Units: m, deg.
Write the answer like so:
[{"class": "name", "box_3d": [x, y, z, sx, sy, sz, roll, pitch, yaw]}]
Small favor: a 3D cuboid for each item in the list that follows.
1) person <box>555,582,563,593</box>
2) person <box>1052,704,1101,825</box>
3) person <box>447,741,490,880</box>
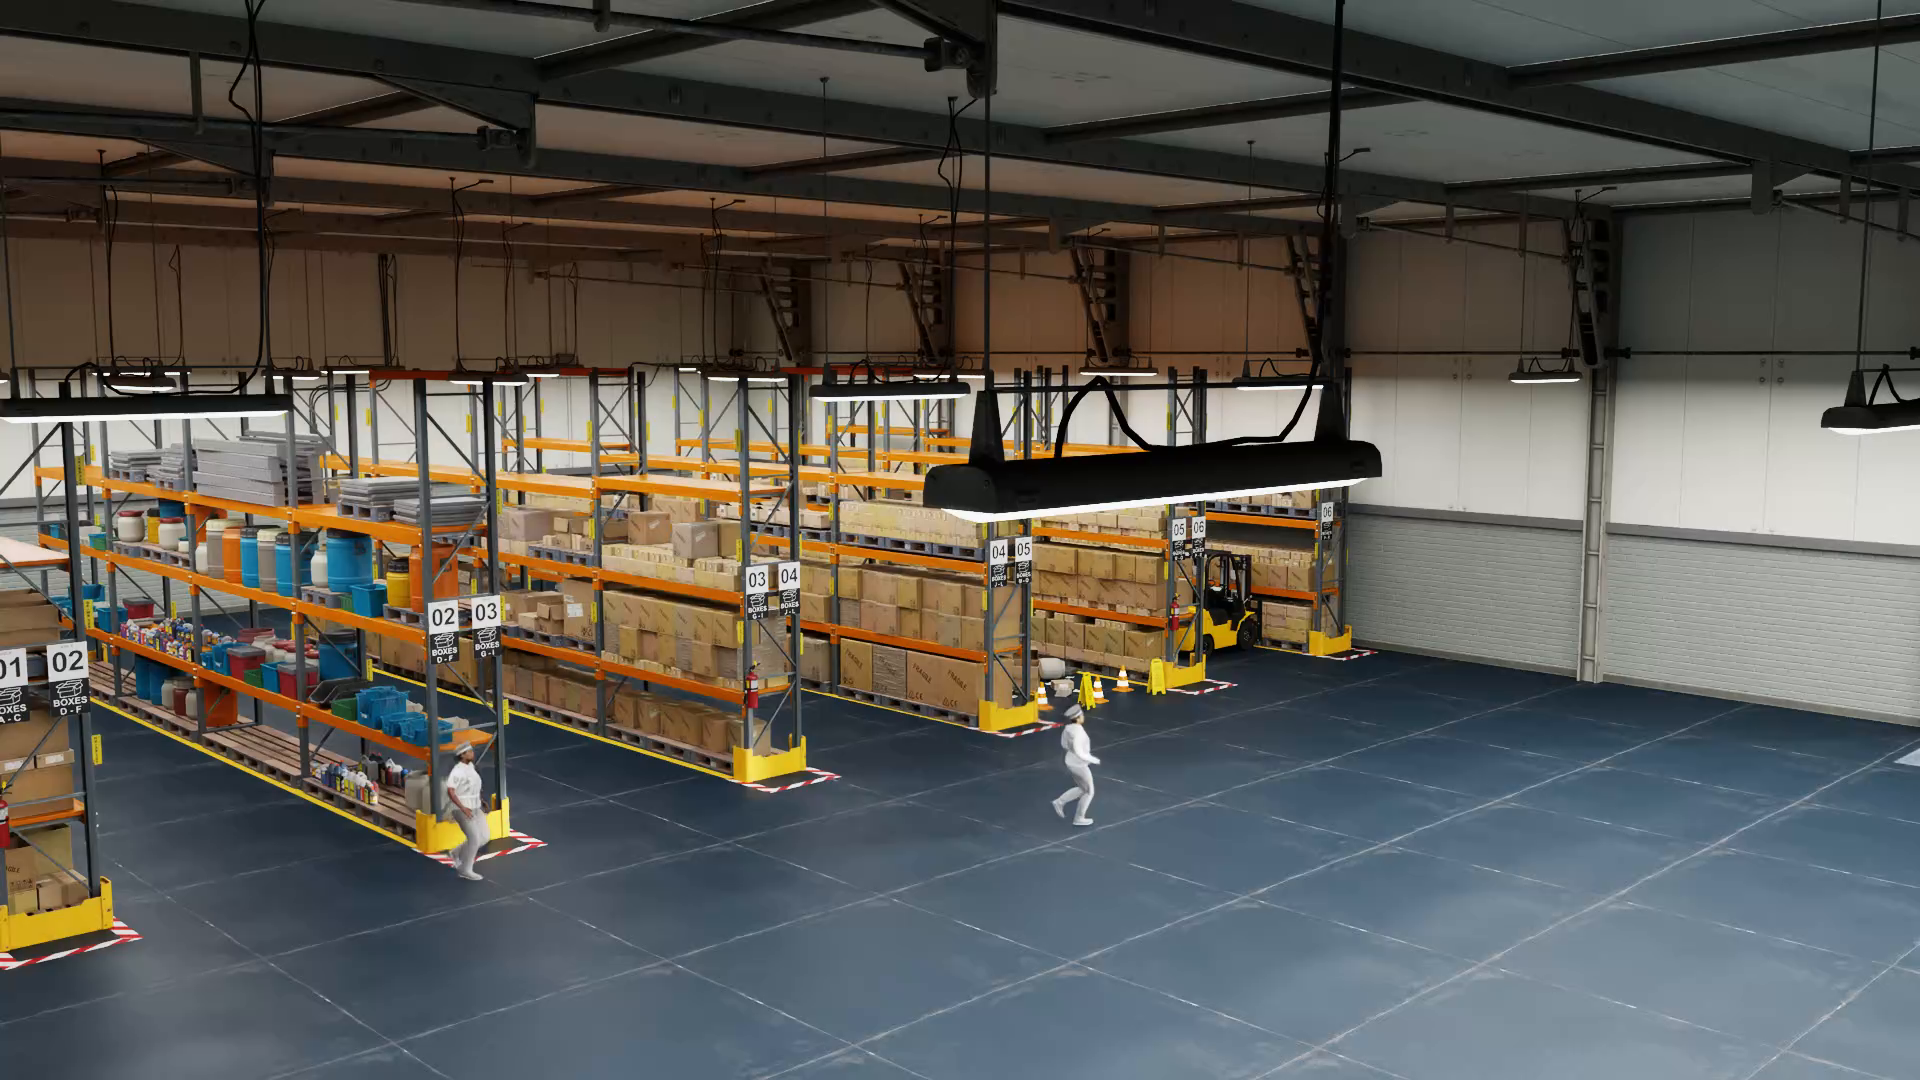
[{"class": "person", "box_3d": [-9.956, 0.738, 41.701, 0.704, 1.640, 0.695, 6, 9, 42]}, {"class": "person", "box_3d": [1.545, 3.007, 22.223, 0.579, 1.646, 0.613, -2, 7, -16]}, {"class": "person", "box_3d": [-5.947, 3.260, 20.141, 0.506, 1.657, 0.635, 1, 7, 9]}]
